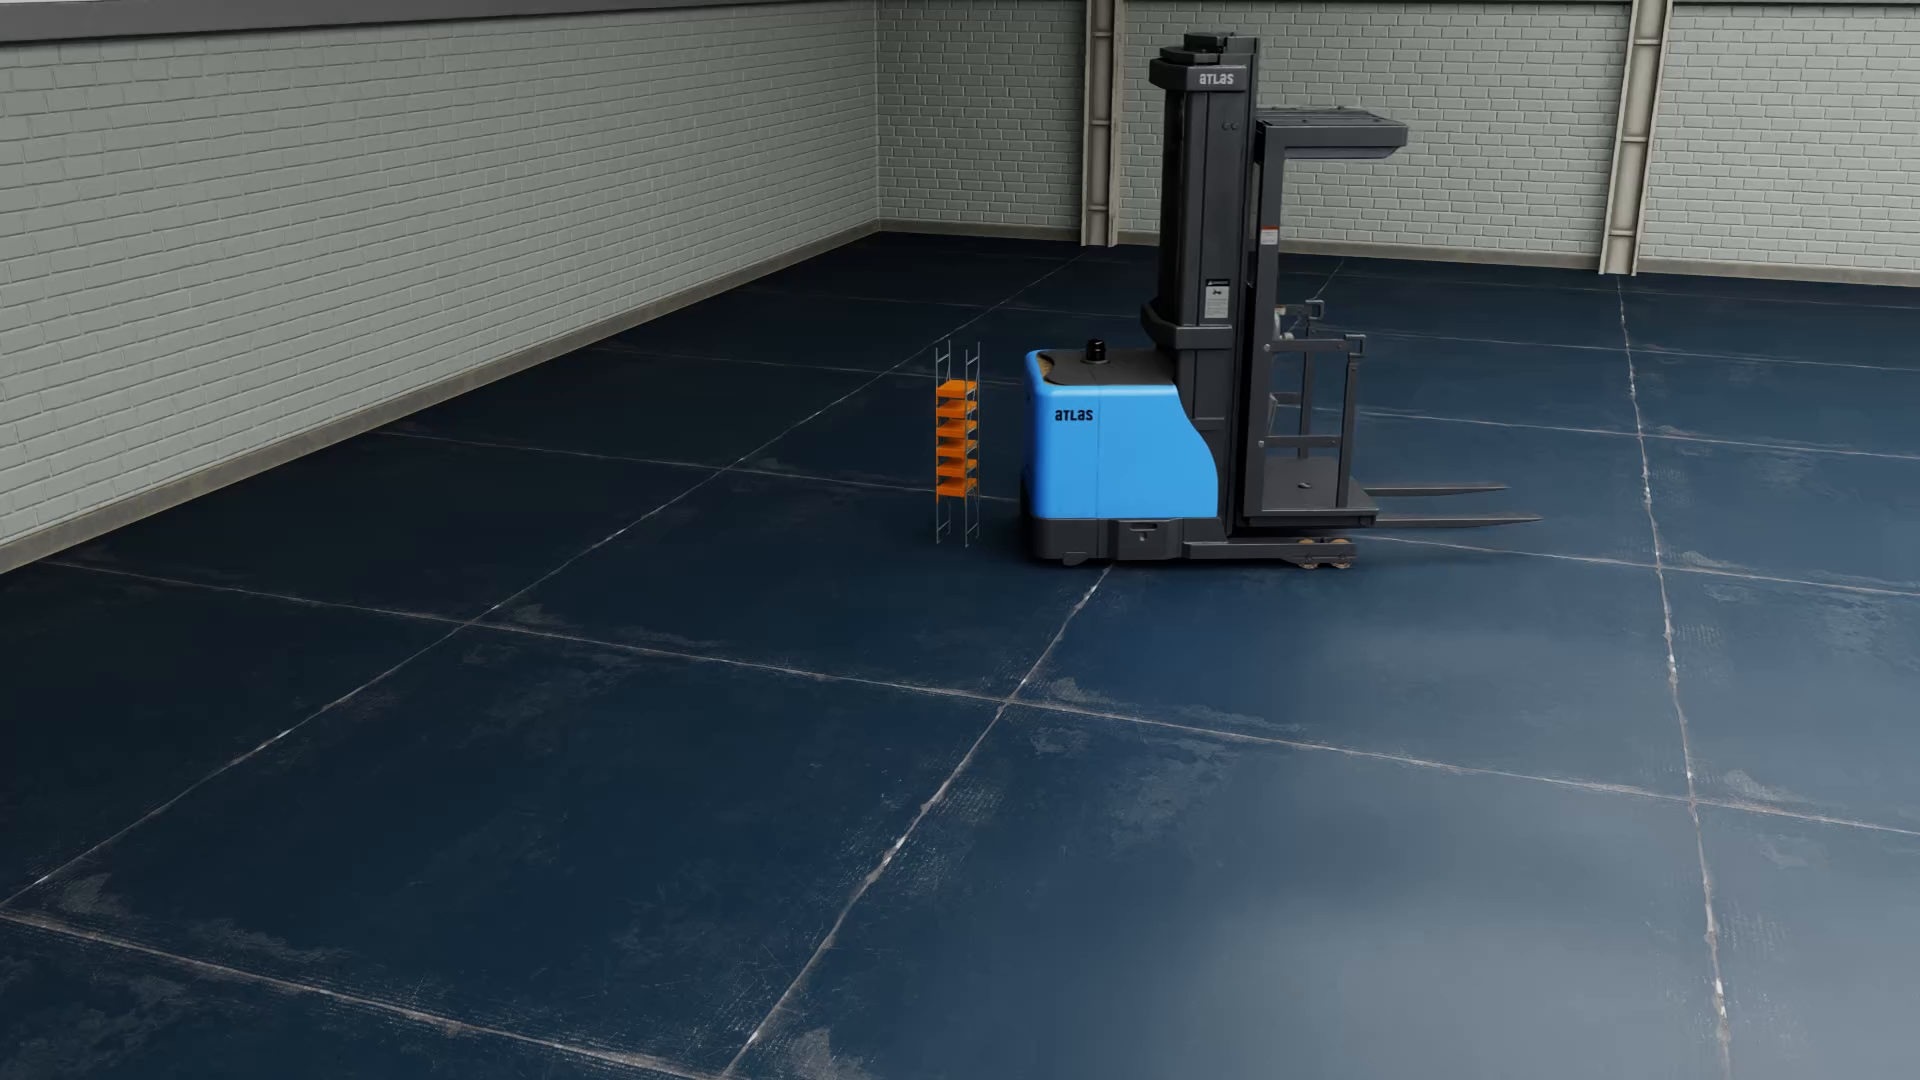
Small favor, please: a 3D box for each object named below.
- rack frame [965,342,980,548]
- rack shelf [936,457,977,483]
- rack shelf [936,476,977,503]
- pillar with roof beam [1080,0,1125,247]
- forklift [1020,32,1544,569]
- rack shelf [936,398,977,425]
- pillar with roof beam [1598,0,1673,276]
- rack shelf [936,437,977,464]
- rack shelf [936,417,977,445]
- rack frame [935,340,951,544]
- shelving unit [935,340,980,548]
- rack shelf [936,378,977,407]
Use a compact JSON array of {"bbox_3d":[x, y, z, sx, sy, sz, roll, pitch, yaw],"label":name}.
[{"bbox_3d":[0.073,-0.558,9.855,0.006,1.200,0.240,7,20,18],"label":"rack frame"},{"bbox_3d":[-0.014,-0.413,9.937,0.180,0.103,0.258,7,20,18],"label":"rack shelf"},{"bbox_3d":[-0.014,-0.300,9.977,0.180,0.103,0.258,7,20,18],"label":"rack shelf"},{"bbox_3d":[0.309,-6.567,15.245,0.400,9.000,9.100,7,20,18],"label":"pillar with roof beam"},{"bbox_3d":[1.905,-1.393,9.620,3.031,2.935,1.130,-1,19,-2],"label":"forklift"},{"bbox_3d":[-0.014,-0.753,9.819,0.180,0.103,0.258,7,20,18],"label":"rack shelf"},{"bbox_3d":[5.977,-5.919,13.386,0.400,9.000,9.100,7,20,18],"label":"pillar with roof beam"},{"bbox_3d":[-0.014,-0.526,9.898,0.180,0.103,0.258,7,20,18],"label":"rack shelf"},{"bbox_3d":[-0.014,-0.639,9.858,0.180,0.103,0.258,7,20,18],"label":"rack shelf"},{"bbox_3d":[-0.100,-0.578,9.912,0.006,1.200,0.240,7,20,18],"label":"rack frame"},{"bbox_3d":[-0.014,-0.568,9.883,0.189,1.200,0.258,7,20,18],"label":"shelving unit"},{"bbox_3d":[-0.014,-0.866,9.779,0.180,0.103,0.258,7,20,18],"label":"rack shelf"}]
